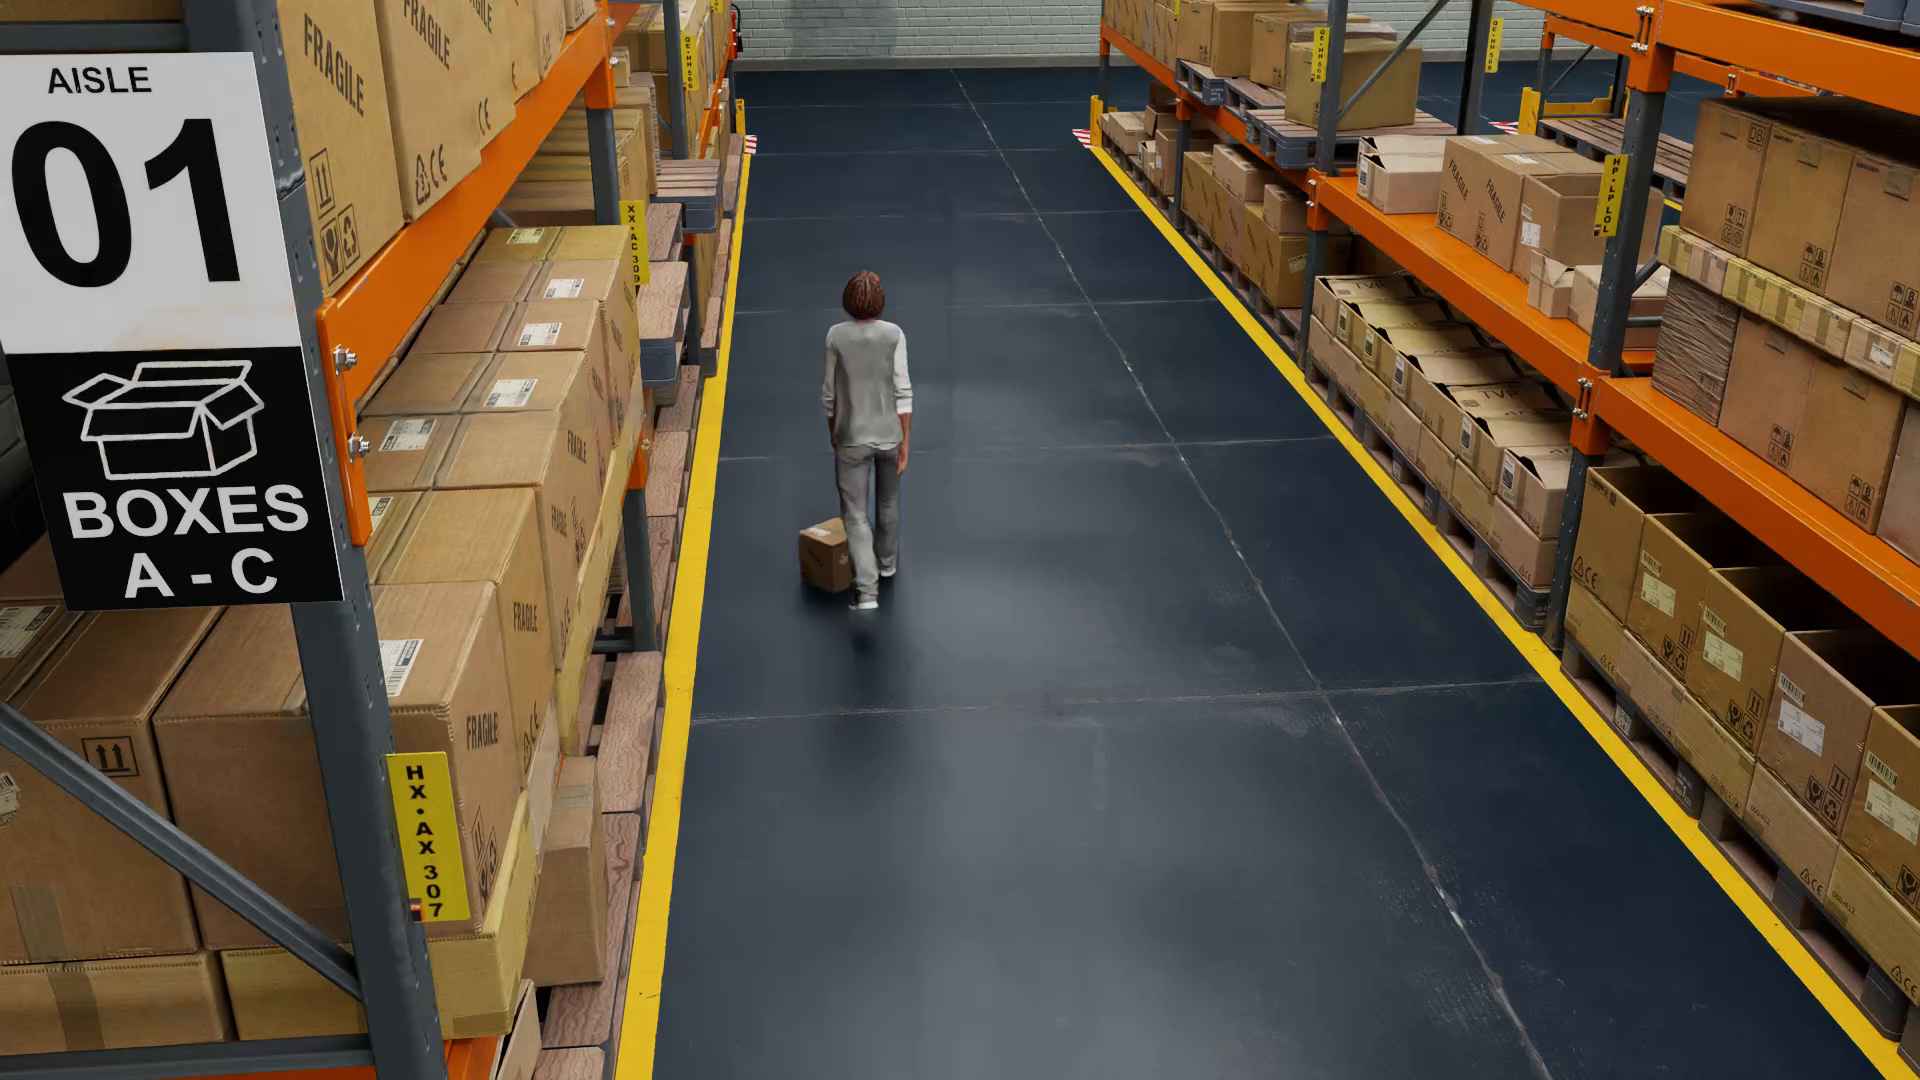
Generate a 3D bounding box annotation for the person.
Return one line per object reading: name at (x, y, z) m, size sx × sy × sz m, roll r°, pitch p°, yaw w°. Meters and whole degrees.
person at (-0.414, -0.439, 7.621) m, size 0.405 × 1.539 × 0.912 m, roll -4°, pitch 24°, yaw -10°
